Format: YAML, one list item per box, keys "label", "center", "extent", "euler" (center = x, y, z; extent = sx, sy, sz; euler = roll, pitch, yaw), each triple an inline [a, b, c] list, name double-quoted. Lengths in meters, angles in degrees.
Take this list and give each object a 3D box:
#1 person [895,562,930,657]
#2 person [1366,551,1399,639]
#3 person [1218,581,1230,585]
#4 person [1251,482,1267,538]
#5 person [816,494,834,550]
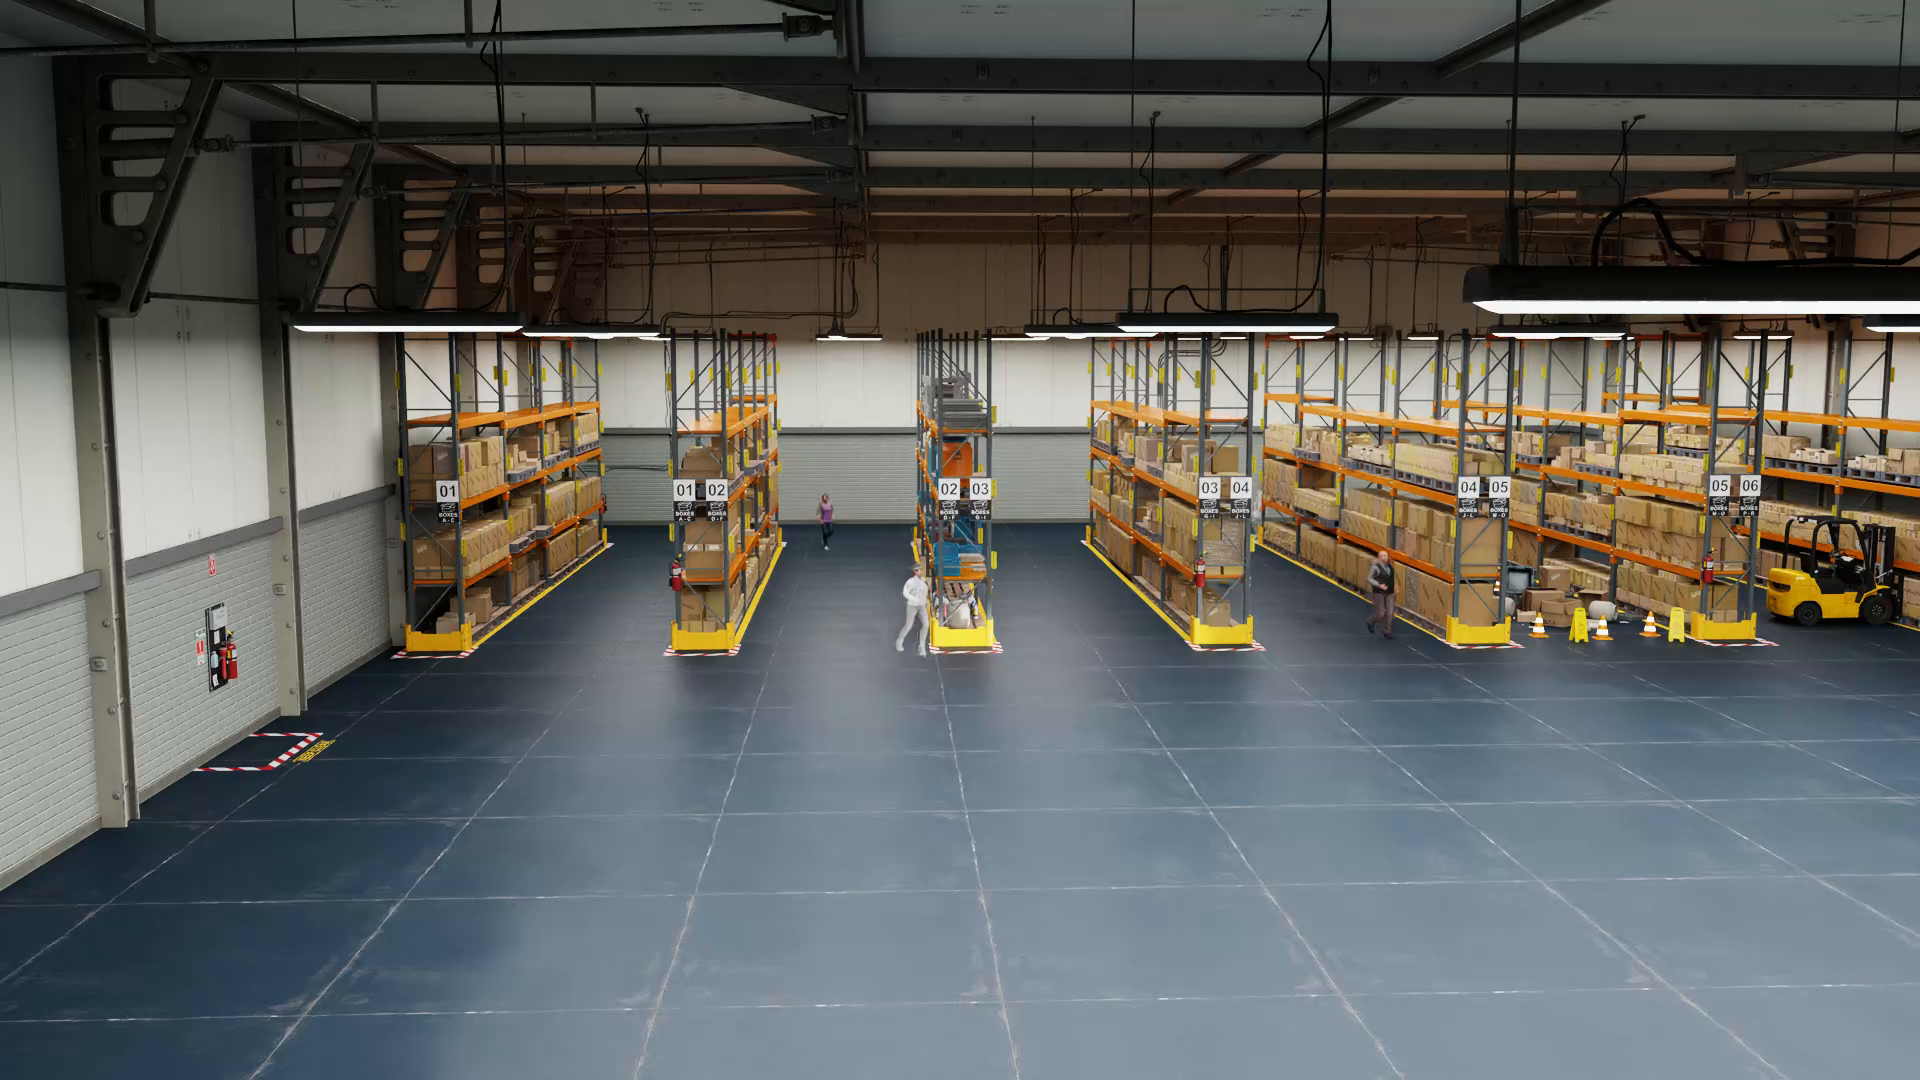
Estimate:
- label: "person"
  center: [-0.805, 1.266, 30.853]
  extent: [0.665, 1.717, 0.764]
  euler: [-6, 9, -40]
- label: "person"
  center: [8.232, 1.058, 32.476]
  extent: [0.645, 1.699, 0.733]
  euler: [-3, 7, -21]
- label: "person"
  center: [6.367, 0.206, 39.473]
  extent: [0.697, 1.750, 0.672]
  euler: [-1, 7, -7]
- label: "person"
  center: [8.883, -0.889, 49.029]
  extent: [0.587, 1.728, 0.766]
  euler: [-1, 7, -10]
- label: "person"
  center: [-3.720, -0.497, 46.306]
  extent: [0.572, 1.564, 0.467]
  euler: [-3, 7, -25]
